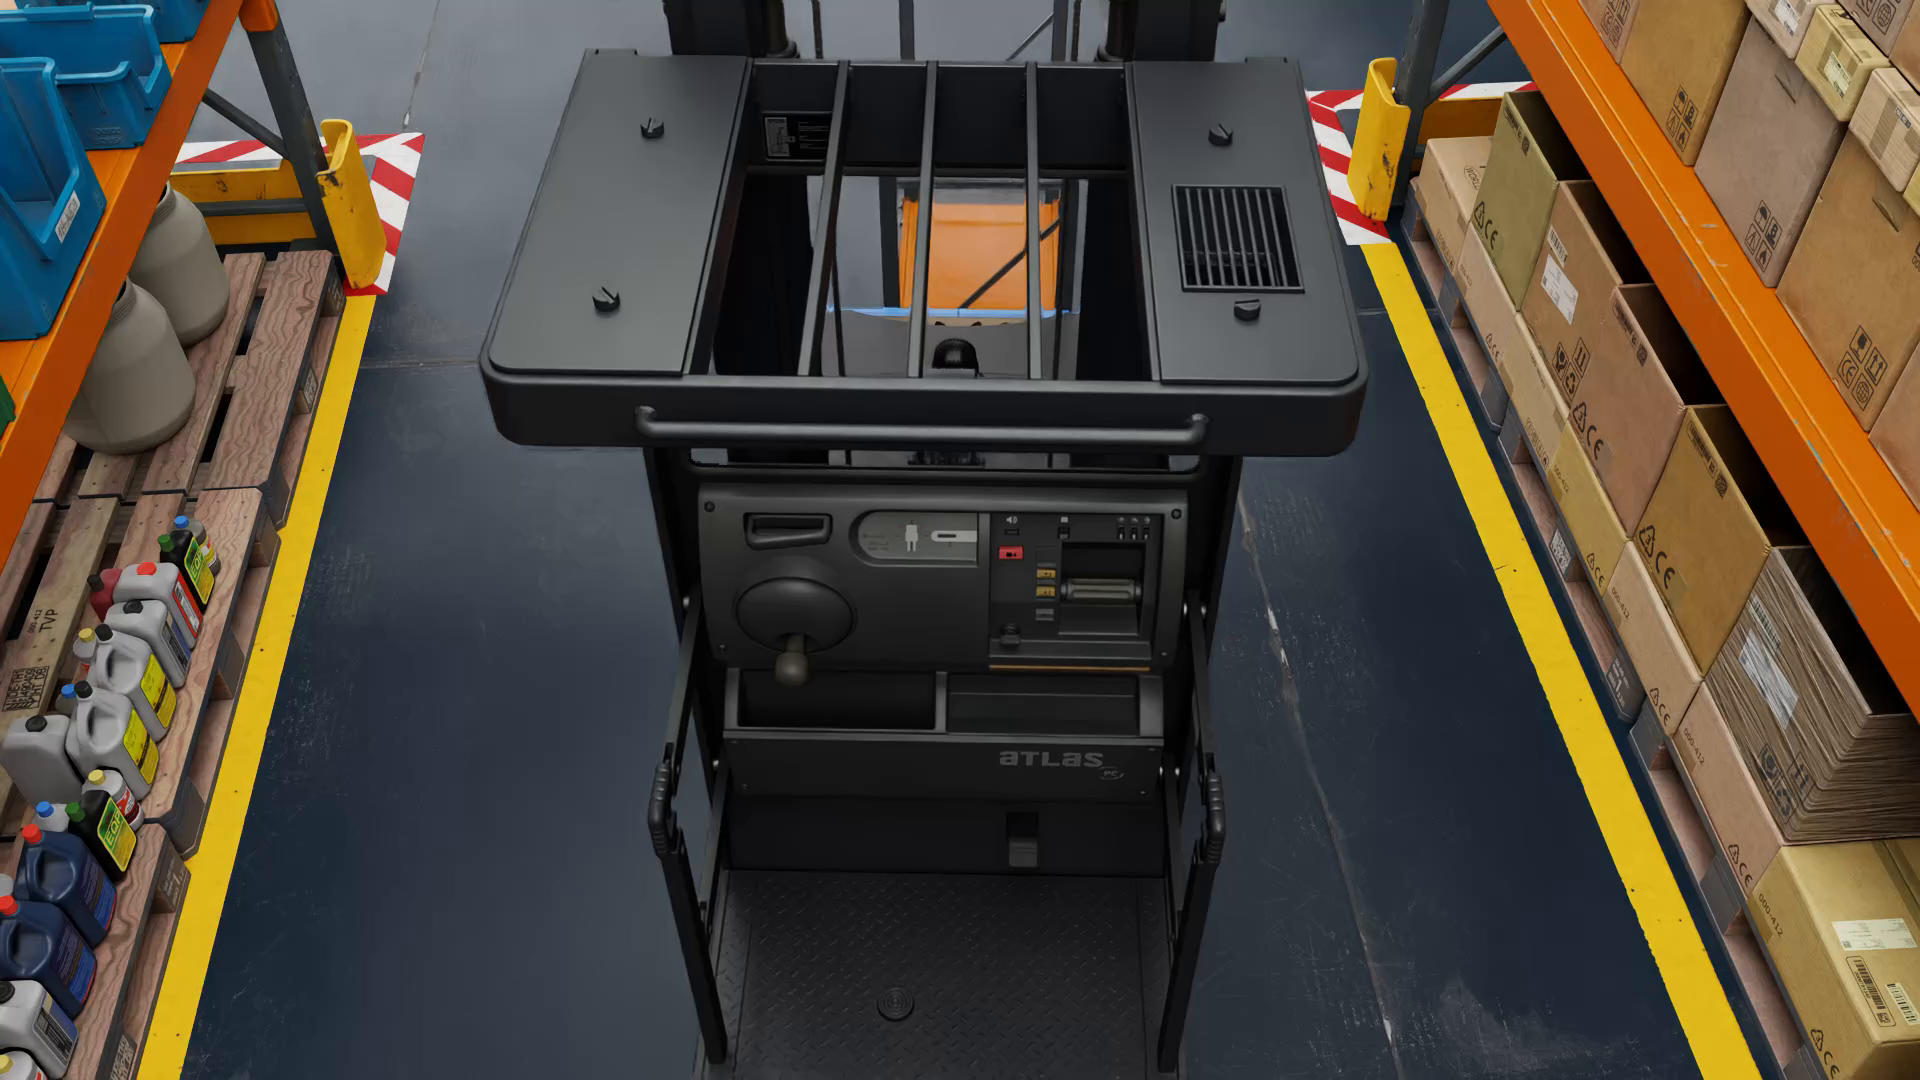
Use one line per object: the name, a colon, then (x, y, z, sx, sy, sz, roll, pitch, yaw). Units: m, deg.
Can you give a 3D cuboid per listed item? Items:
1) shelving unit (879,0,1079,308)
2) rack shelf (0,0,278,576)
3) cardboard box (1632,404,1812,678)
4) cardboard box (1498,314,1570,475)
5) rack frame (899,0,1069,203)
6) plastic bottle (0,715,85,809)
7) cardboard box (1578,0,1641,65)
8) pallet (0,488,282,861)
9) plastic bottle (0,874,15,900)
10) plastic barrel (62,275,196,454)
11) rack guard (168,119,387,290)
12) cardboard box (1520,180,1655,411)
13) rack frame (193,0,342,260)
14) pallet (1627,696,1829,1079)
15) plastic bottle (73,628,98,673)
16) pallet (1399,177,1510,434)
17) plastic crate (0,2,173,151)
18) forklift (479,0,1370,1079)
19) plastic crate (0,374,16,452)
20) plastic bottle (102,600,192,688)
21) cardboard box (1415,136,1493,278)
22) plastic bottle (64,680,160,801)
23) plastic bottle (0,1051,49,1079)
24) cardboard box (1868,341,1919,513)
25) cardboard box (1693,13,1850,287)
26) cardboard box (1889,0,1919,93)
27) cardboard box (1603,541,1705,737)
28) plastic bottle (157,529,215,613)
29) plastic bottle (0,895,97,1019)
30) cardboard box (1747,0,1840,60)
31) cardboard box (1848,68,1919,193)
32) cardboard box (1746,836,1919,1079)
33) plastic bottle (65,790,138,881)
shelving unit: (0.058, -0.813, 4.987, 0.587, 1.500, 1.083, 1, 47, 1)
rack shelf: (-2.638, -0.407, 4.065, 1.077, 0.370, 4.000, -3, 47, -3)
cardboard box: (2.133, -0.009, 4.280, 0.500, 0.500, 0.500, -3, 47, -3)
cardboard box: (2.041, -0.474, 5.237, 0.500, 0.250, 0.500, -3, 47, -3)
rack frame: (0.070, -1.188, 5.342, 0.500, 1.500, 0.032, 1, 47, 1)
plastic bottle: (-2.322, 0.552, 4.234, 0.152, 0.276, 0.135, -3, 47, -3)
cardboard box: (2.206, -1.716, 4.740, 0.700, 0.500, 0.500, -2, 47, -2)
pallet: (-2.591, 0.378, 4.746, 1.003, 0.211, 1.213, -3, 47, -3)
plastic bottle: (-2.257, 0.873, 3.933, 0.097, 0.271, 0.097, 0, 47, 0)
plastic barrel: (-2.632, -0.556, 5.135, 0.421, 0.512, 0.421, 0, 47, 0)
rack guard: (-2.752, -1.190, 6.032, 1.175, 0.500, 0.348, -3, 47, -3)
cardboard box: (2.052, -0.732, 4.966, 0.500, 0.500, 0.500, -3, 47, -3)
rack frame: (-2.806, -2.101, 5.174, 1.000, 3.000, 0.127, -3, 47, -3)
pallet: (2.441, 0.875, 4.276, 1.003, 0.211, 1.213, -3, 47, -3)
plastic bottle: (-2.332, 0.317, 4.508, 0.097, 0.201, 0.097, 0, 47, 0)
pallet: (2.236, -0.890, 5.947, 1.003, 0.211, 1.213, -3, 47, -3)
plastic crate: (-2.417, -1.236, 4.457, 0.499, 0.251, 0.408, -3, 47, -3)
forklift: (-0.036, 0.188, 3.053, 1.130, 2.935, 3.031, 1, 47, 1)
plastic crate: (-2.303, -0.134, 3.457, 0.450, 0.188, 0.662, -3, 47, -3)
plastic bottle: (-2.210, 0.271, 4.501, 0.152, 0.276, 0.135, -5, 47, -4)
cardboard box: (1.954, -1.197, 5.922, 0.500, 0.250, 0.500, -3, 47, -3)
plastic bottle: (-2.176, 0.499, 4.233, 0.144, 0.351, 0.185, -4, 47, -4)
plastic bottle: (-2.078, 1.199, 3.672, 0.097, 0.201, 0.097, 0, 47, 0)
cardboard box: (2.372, -0.242, 3.344, 0.700, 0.500, 0.500, -4, 47, -4)
cardboard box: (2.289, -0.976, 4.039, 0.700, 0.500, 0.500, -2, 47, -2)
cardboard box: (2.337, -1.035, 3.202, 0.700, 0.500, 0.500, -4, 47, -3)
cardboard box: (2.120, 0.250, 4.552, 0.500, 0.250, 0.500, -3, 47, -3)
plastic bottle: (-2.187, 0.067, 4.688, 0.061, 0.283, 0.133, -2, 47, -2)
plastic bottle: (-2.125, 0.943, 3.812, 0.144, 0.351, 0.185, -2, 47, -2)
cardboard box: (2.077, -1.248, 3.850, 0.380, 0.149, 0.250, -3, 47, -3)
cardboard box: (2.125, -0.865, 3.488, 0.380, 0.149, 0.250, -2, 47, -2)
cardboard box: (2.209, 0.973, 3.867, 0.500, 0.250, 0.500, -3, 47, -3)
plastic bottle: (-2.113, 0.708, 4.082, 0.061, 0.283, 0.133, -2, 47, -2)
